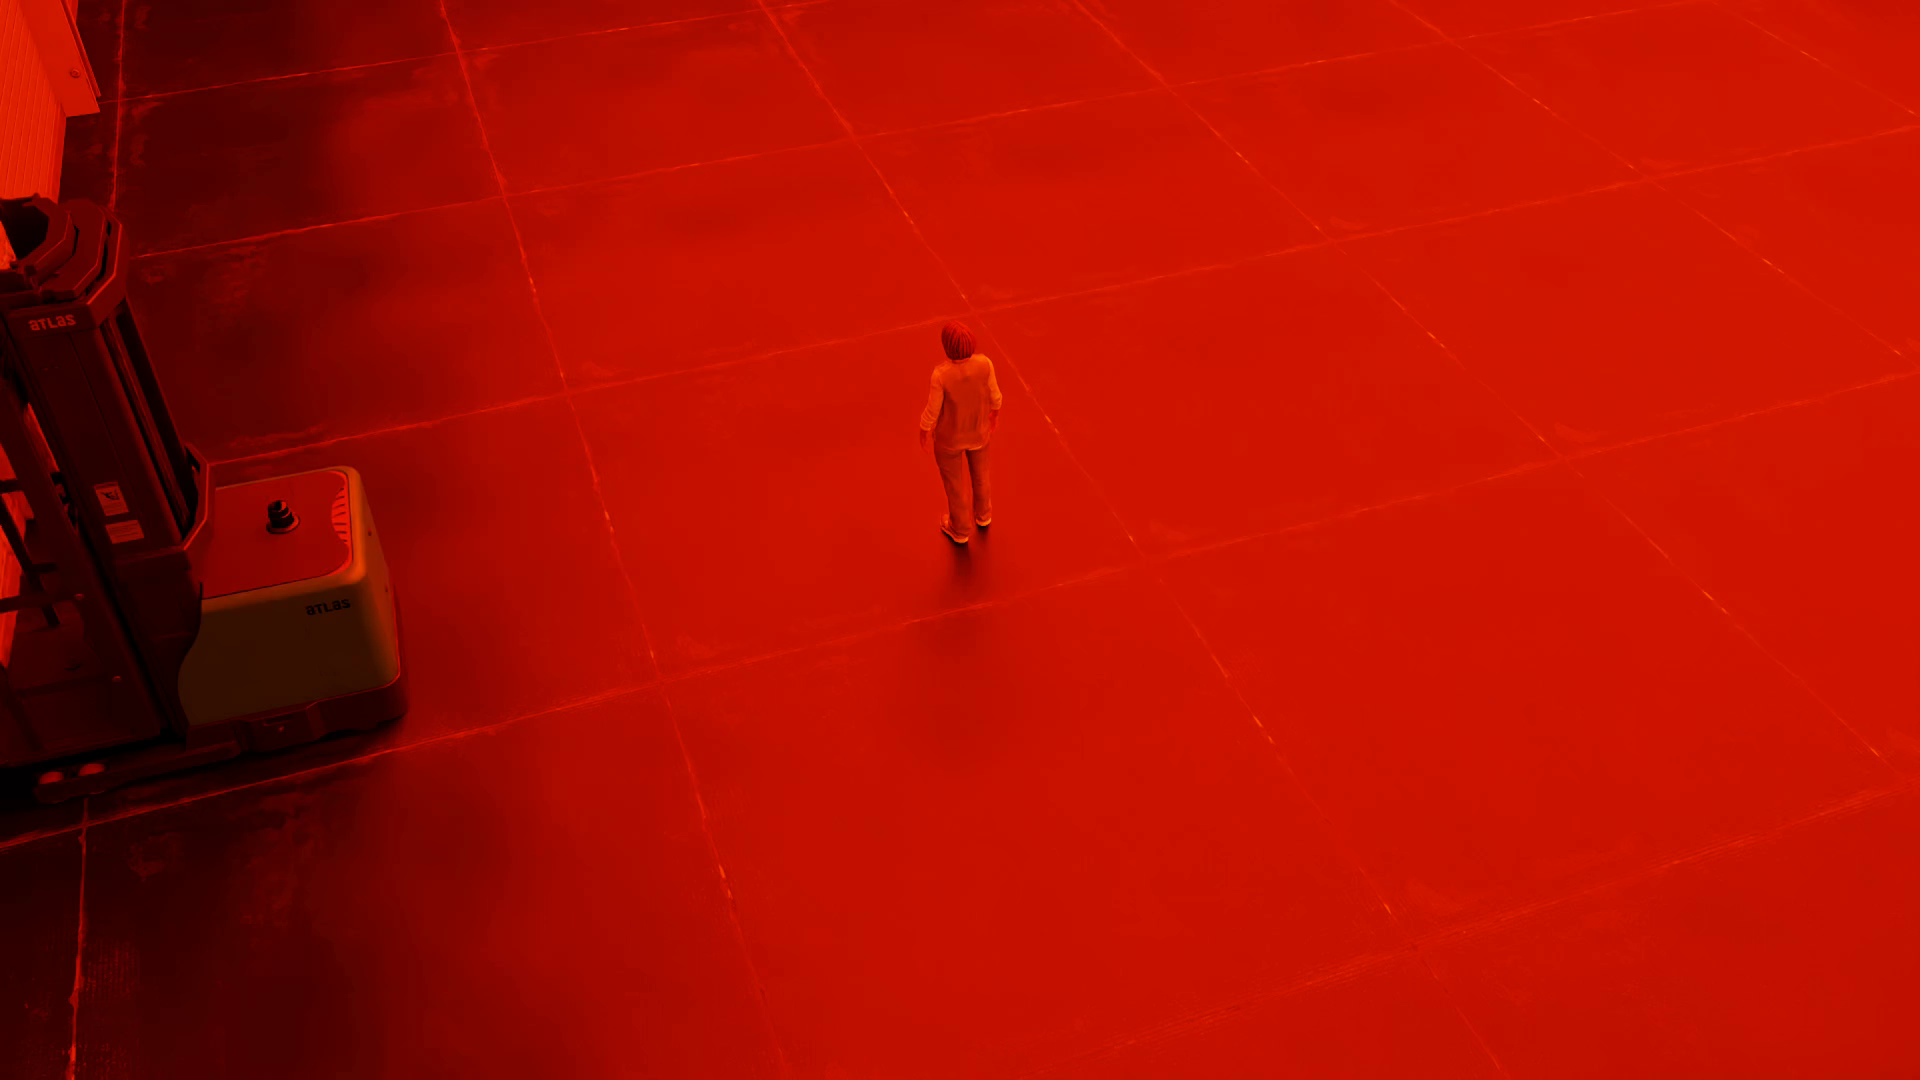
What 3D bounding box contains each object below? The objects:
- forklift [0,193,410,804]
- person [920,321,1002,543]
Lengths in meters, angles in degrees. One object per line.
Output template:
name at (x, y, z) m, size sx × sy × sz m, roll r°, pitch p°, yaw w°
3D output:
forklift at (-4.585, -0.139, 8.161) m, size 3.031 × 2.935 × 1.130 m, roll -12°, pitch 41°, yaw -14°
person at (-0.012, -0.666, 9.815) m, size 0.520 × 1.599 × 0.473 m, roll -13°, pitch 42°, yaw -15°
